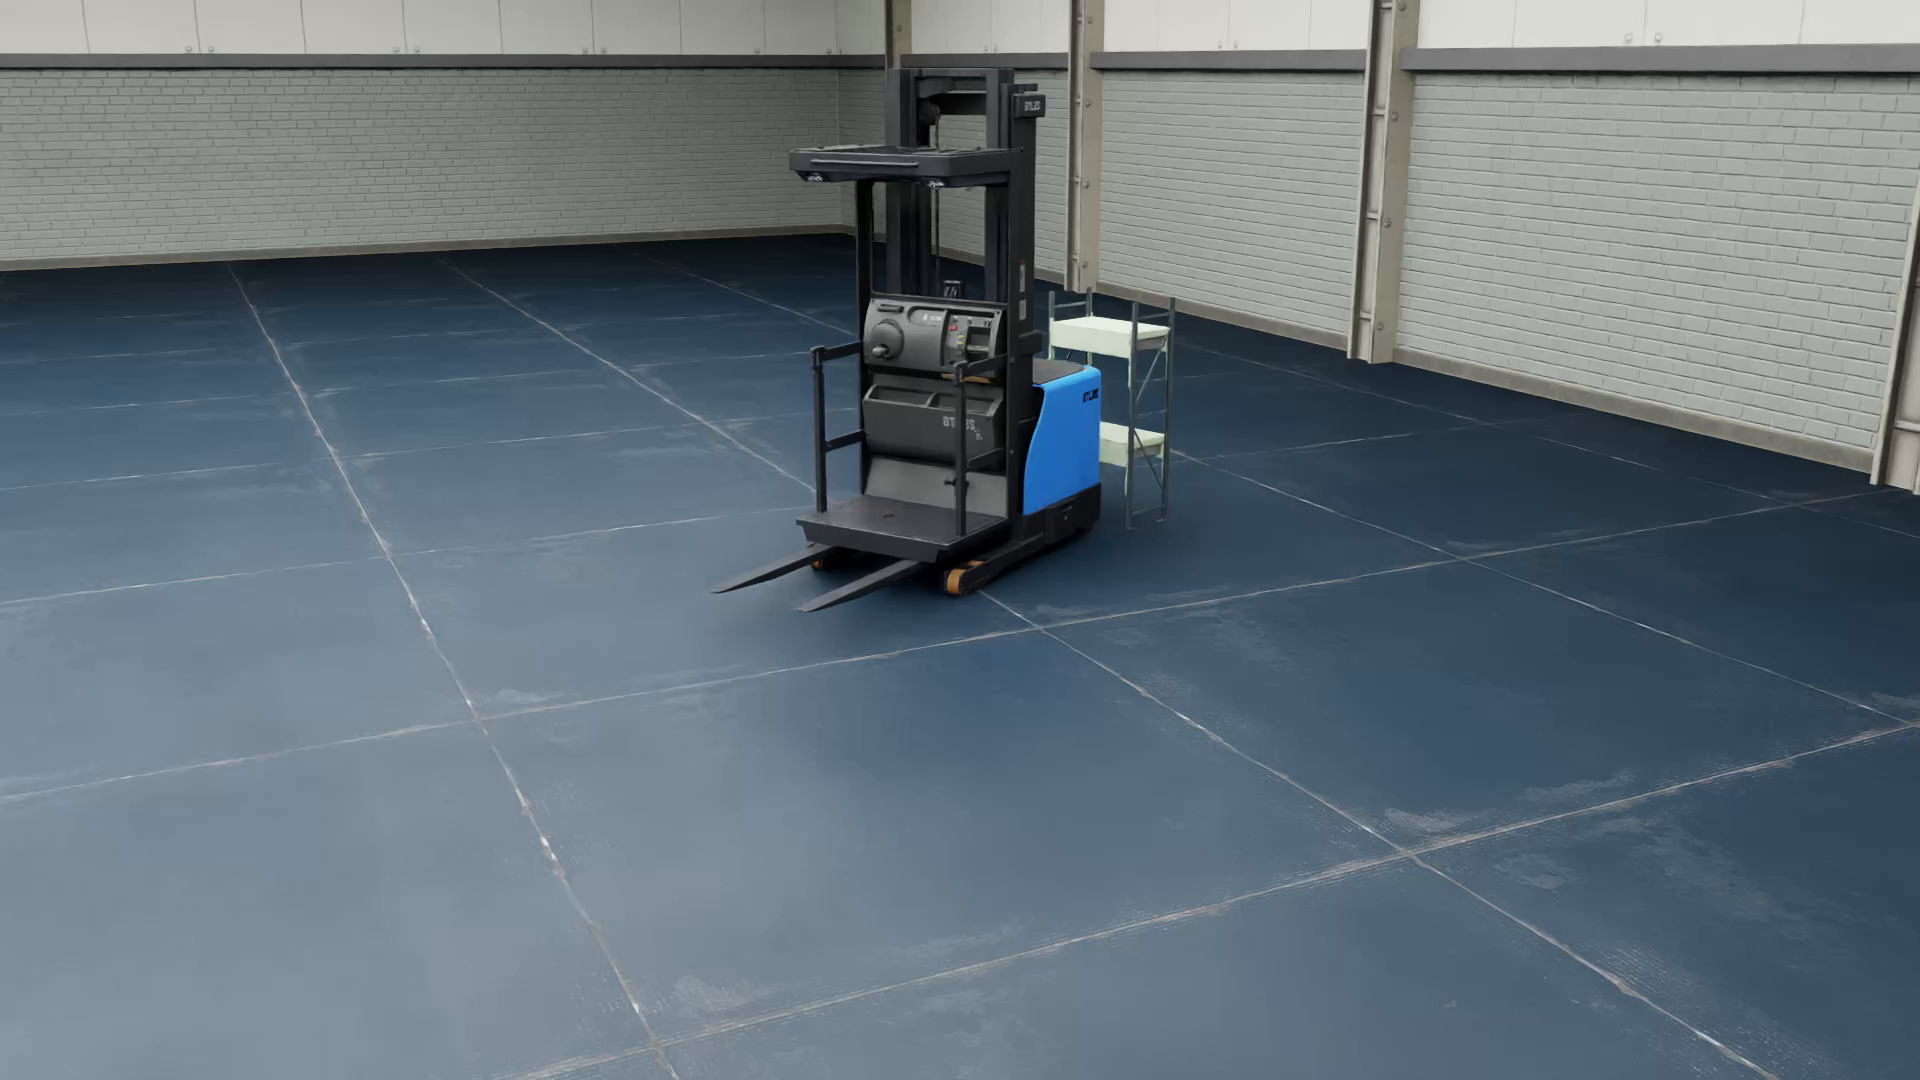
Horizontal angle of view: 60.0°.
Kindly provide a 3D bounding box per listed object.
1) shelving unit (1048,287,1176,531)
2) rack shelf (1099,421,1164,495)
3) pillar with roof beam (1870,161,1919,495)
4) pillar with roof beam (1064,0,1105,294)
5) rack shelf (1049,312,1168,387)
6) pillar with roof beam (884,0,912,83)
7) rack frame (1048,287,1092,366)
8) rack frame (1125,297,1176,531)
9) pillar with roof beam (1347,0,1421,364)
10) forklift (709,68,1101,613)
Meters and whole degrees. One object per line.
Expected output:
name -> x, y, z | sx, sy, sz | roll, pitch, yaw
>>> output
shelving unit -> 0.995, -0.894, 11.142 | 0.431, 1.500, 0.755 | -14, 21, -41
rack shelf -> 0.994, -0.580, 11.231 | 0.431, 0.370, 0.720 | -14, 21, -41
pillar with roof beam -> 3.024, -4.191, 9.041 | 9.100, 9.000, 0.400 | -8, 18, -25
pillar with roof beam -> -2.233, -7.166, 19.409 | 9.100, 9.000, 0.400 | -8, 18, -25
rack shelf -> 0.996, -1.269, 11.036 | 0.431, 0.370, 0.720 | -14, 21, -41
pillar with roof beam -> -4.861, -8.654, 24.594 | 9.100, 9.000, 0.400 | -8, 18, -25
rack frame -> 0.745, -0.968, 11.399 | 0.400, 1.500, 0.023 | -14, 21, -41
rack frame -> 1.245, -0.820, 10.885 | 0.400, 1.500, 0.023 | -14, 21, -41
pillar with roof beam -> 0.396, -5.679, 14.225 | 9.100, 9.000, 0.400 | -8, 18, -25
forklift -> -0.276, -1.226, 9.708 | 1.130, 2.935, 3.031 | 10, 19, 30
